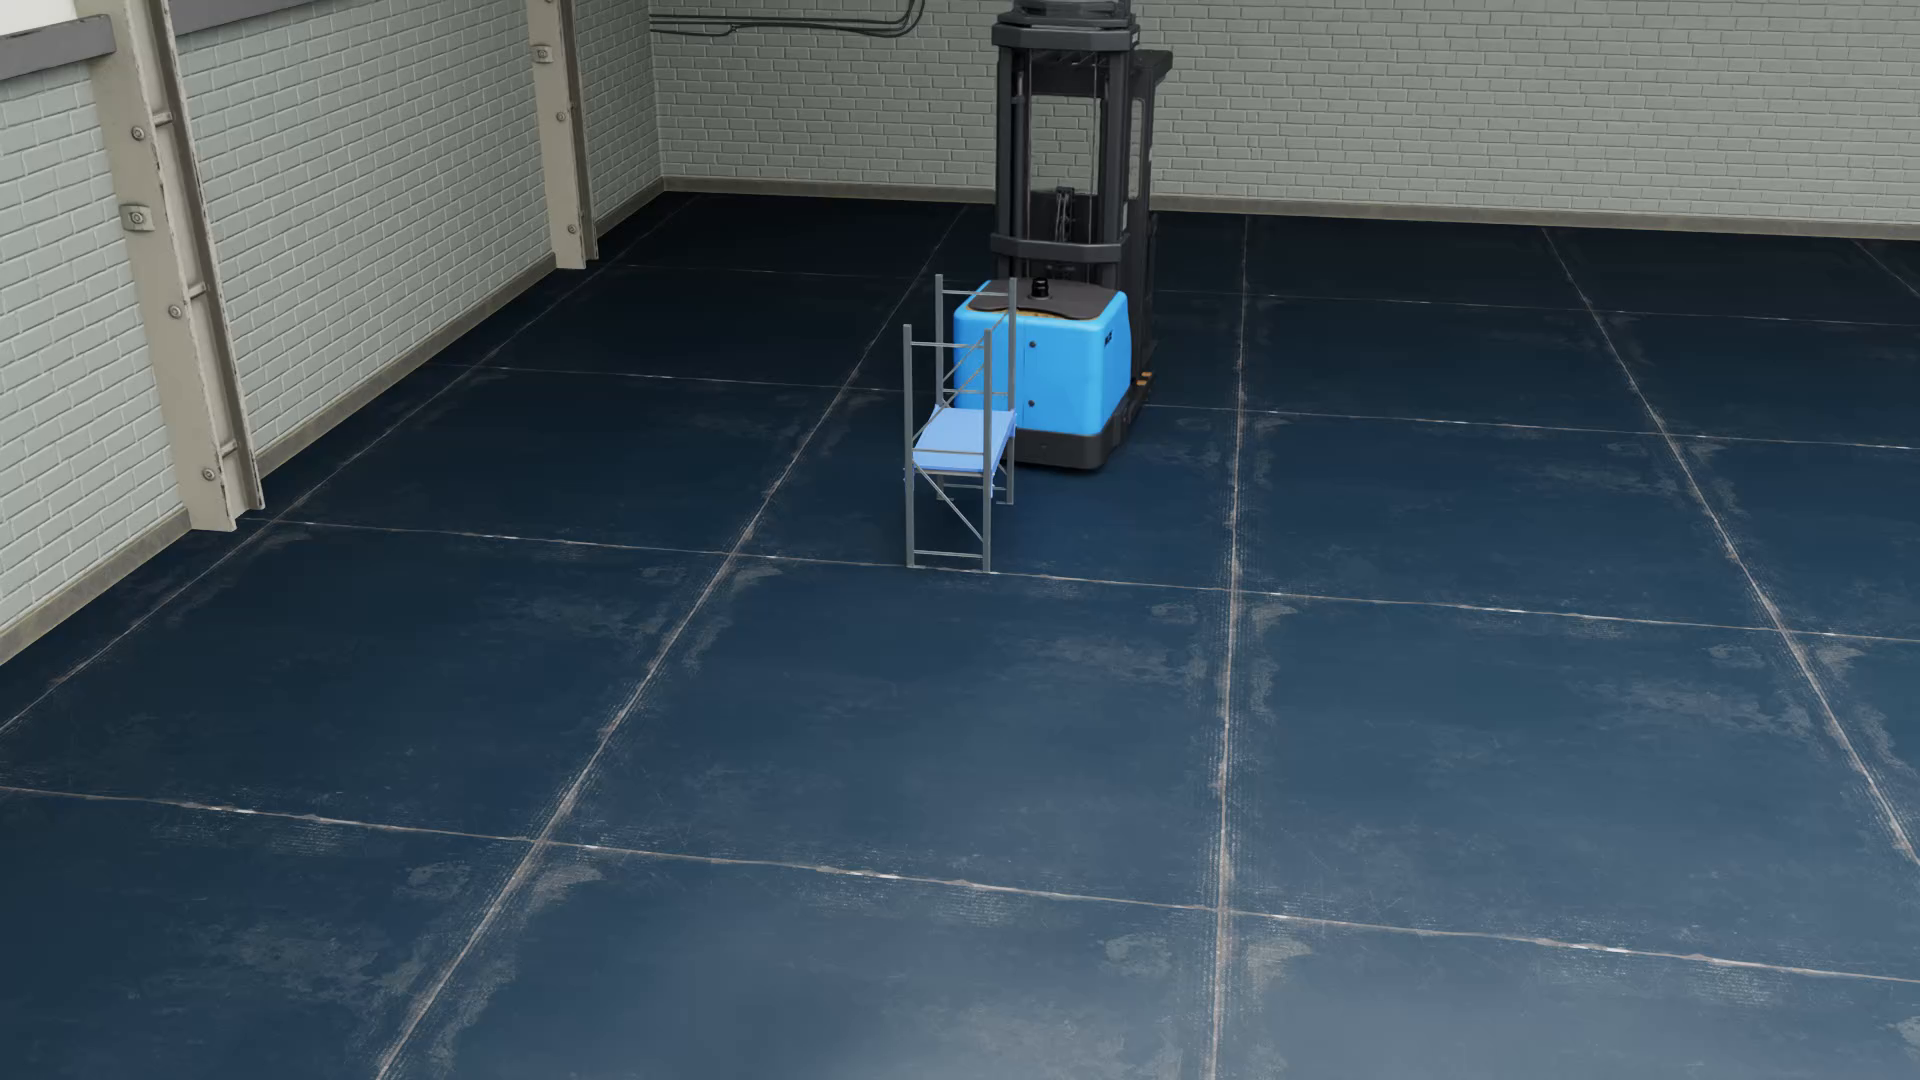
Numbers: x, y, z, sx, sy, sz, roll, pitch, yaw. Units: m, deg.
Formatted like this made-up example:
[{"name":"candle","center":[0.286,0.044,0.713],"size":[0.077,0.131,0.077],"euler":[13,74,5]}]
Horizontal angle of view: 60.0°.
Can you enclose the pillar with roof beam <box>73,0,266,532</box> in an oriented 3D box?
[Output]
[{"name":"pillar with roof beam","center":[-0.408,-3.922,8.015],"size":[9.100,9.000,0.400],"euler":[4,25,9]}]

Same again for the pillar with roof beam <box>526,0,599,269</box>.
[{"name":"pillar with roof beam","center":[0.573,-6.432,13.376],"size":[9.100,9.000,0.400],"euler":[4,25,9]}]

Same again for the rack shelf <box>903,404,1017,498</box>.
[{"name":"rack shelf","center":[0.014,-0.552,10.085],"size":[0.538,0.185,1.000],"euler":[4,25,9]}]

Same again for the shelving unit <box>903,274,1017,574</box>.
[{"name":"shelving unit","center":[0.014,-0.715,10.008],"size":[0.538,1.500,1.048],"euler":[4,25,9]}]

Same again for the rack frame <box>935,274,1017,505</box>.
[{"name":"rack frame","center":[0.097,-0.928,10.462],"size":[0.500,1.500,0.032],"euler":[4,25,9]}]

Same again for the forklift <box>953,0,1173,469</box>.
[{"name":"forklift","center":[0.858,-2.400,11.921],"size":[1.130,2.935,3.031],"euler":[7,26,15]}]

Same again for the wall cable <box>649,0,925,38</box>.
[{"name":"wall cable","center":[-1.888,-6.464,17.108],"size":[3.097,2.526,0.112],"euler":[4,25,9]}]

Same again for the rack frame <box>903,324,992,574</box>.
[{"name":"rack frame","center":[-0.069,-0.502,9.554],"size":[0.500,1.500,0.032],"euler":[4,25,9]}]
